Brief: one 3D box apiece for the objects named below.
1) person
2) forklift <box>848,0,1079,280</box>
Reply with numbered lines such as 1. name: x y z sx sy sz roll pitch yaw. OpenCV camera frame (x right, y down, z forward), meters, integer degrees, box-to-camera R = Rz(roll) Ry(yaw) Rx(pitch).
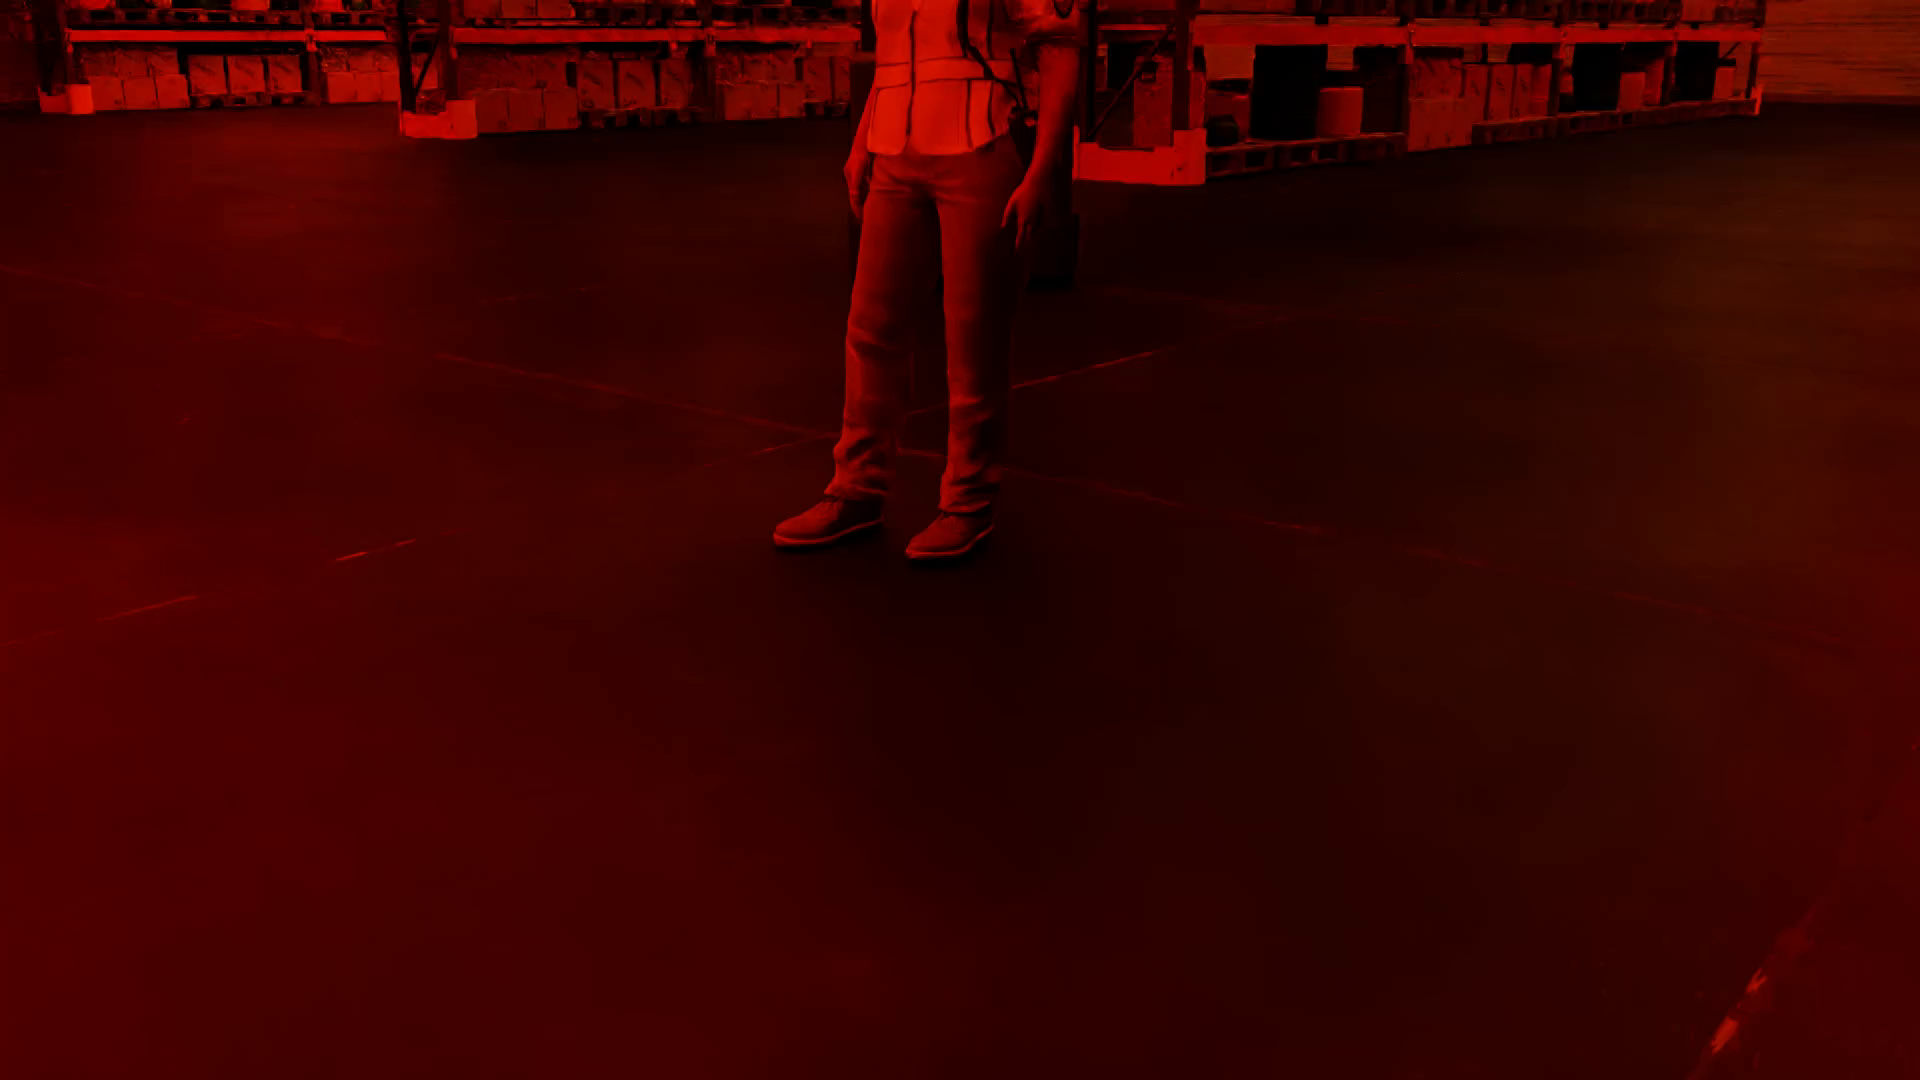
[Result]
1. person: -0.066 -0.791 3.655 0.598 1.669 0.529 13 21 37
2. forklift: 0.035 -3.000 8.776 1.130 2.935 3.031 0 17 1
